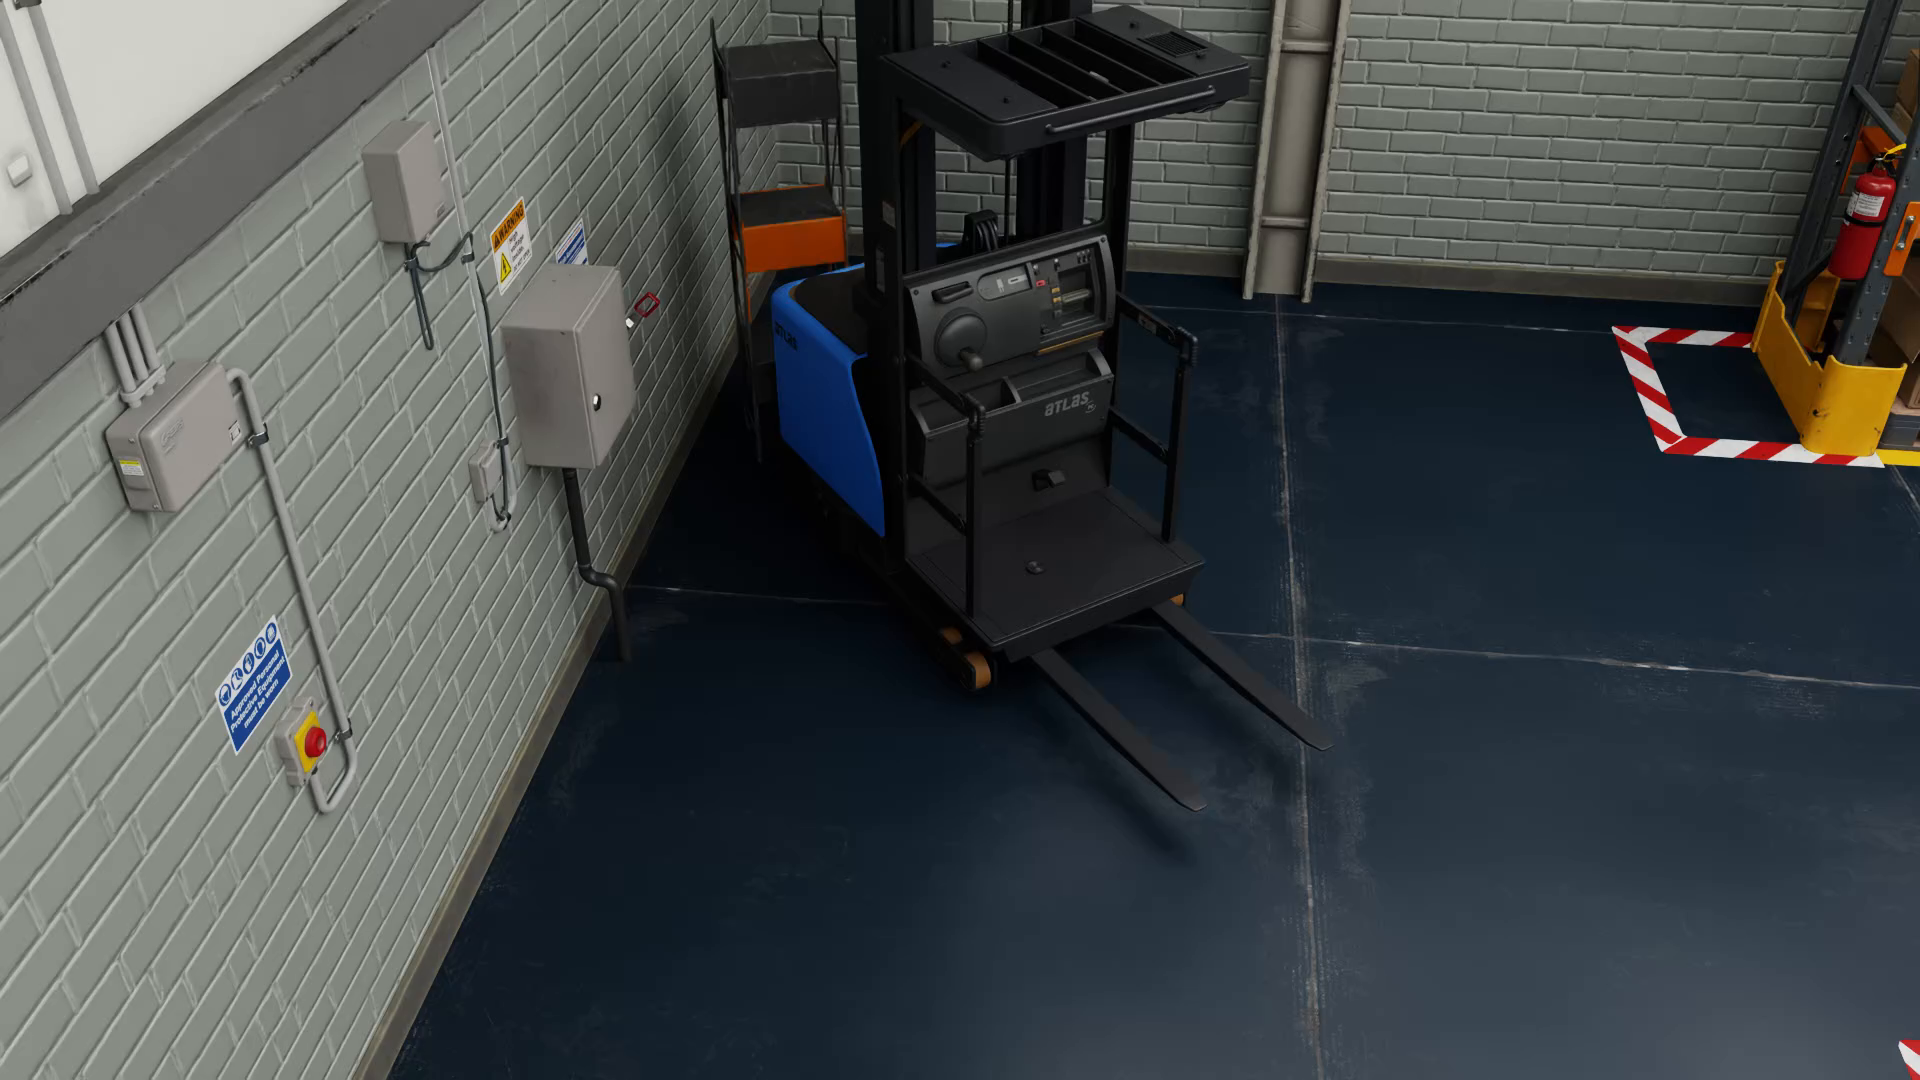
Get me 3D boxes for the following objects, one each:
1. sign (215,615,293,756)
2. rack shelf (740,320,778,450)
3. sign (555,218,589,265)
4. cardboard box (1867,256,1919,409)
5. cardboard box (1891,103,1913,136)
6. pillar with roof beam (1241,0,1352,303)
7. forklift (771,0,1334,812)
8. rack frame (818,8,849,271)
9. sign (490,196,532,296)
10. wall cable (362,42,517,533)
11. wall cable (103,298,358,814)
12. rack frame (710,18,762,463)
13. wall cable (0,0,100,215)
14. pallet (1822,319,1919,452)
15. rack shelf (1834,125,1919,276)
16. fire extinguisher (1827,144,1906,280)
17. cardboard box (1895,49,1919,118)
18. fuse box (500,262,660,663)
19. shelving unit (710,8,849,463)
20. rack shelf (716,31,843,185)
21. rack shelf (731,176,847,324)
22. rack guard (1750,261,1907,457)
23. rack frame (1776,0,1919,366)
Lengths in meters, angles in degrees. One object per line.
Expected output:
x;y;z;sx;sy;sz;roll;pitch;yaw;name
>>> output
-1.865;0.381;4.401;0.001;0.218;0.327;4;36;6;sign
-0.816;-0.811;8.307;0.480;0.518;0.431;-9;37;-13;rack shelf
-1.528;-0.993;6.641;0.001;0.494;0.329;4;36;6;sign
5.021;-1.043;8.417;0.637;0.503;0.797;3;36;4;cardboard box
4.789;-2.016;8.209;0.250;0.149;0.380;4;36;5;cardboard box
1.318;-2.669;3.743;0.400;9.000;9.100;4;36;6;pillar with roof beam
0.332;-0.882;6.462;1.130;2.935;3.031;-20;40;-25;forklift
-0.581;-1.430;7.946;0.015;2.100;0.400;-9;37;-13;rack frame
-1.598;-1.051;5.930;0.001;0.242;0.339;4;36;6;sign
-1.629;-0.763;5.363;0.122;1.984;0.588;4;36;6;wall cable
-1.798;0.042;4.208;0.123;1.953;0.585;4;36;6;wall cable
-1.050;-1.353;7.838;0.015;2.100;0.400;-9;37;-13;rack frame
-1.880;-1.829;2.566;0.029;3.000;0.463;4;36;6;wall cable
5.293;-0.789;8.674;1.213;0.211;1.003;4;36;6;pallet
6.410;-1.548;7.956;4.000;0.370;1.077;4;36;6;rack shelf
4.221;-1.550;7.727;0.183;0.674;0.296;4;36;6;fire extinguisher
4.916;-2.167;8.078;0.500;0.250;0.500;5;36;7;cardboard box
-1.386;-0.207;6.567;0.414;1.711;0.539;4;36;6;fuse box
-0.816;-1.391;7.892;0.503;2.100;0.431;-9;37;-13;shelving unit
-0.816;-1.950;7.492;0.480;0.518;0.431;-9;37;-13;rack shelf
-0.816;-1.380;7.900;0.480;0.518;0.431;-9;37;-13;rack shelf
4.502;-0.965;8.672;0.348;0.500;1.175;4;36;6;rack guard
4.426;-1.988;7.954;0.127;3.000;1.000;4;36;6;rack frame
